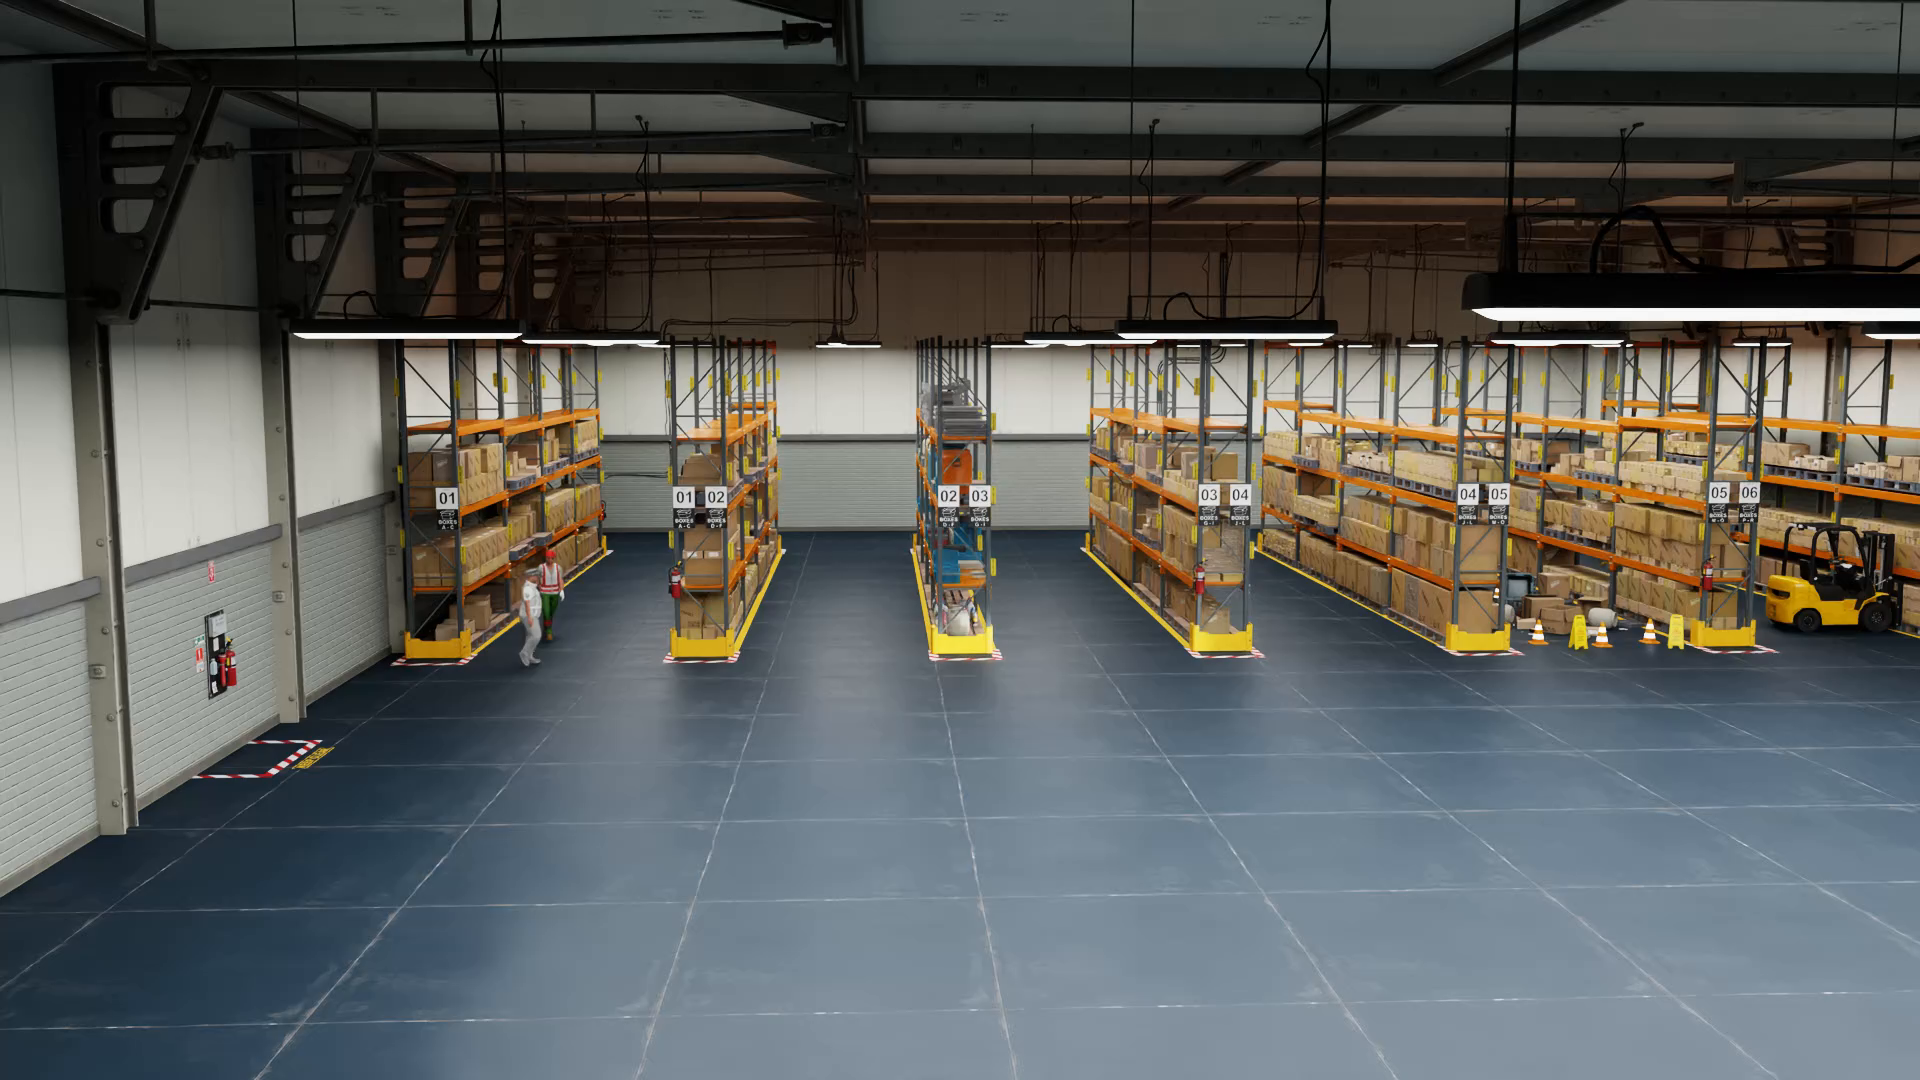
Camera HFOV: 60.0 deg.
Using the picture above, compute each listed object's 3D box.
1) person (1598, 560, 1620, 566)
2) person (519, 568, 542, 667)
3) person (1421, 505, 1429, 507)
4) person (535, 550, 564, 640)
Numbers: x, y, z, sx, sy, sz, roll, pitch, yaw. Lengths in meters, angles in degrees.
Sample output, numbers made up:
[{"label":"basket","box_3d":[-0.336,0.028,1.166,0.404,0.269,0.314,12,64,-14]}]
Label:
[{"label":"person","box_3d":[17.424,-0.173,44.334,0.539,1.784,0.569,-3,7,-26]},{"label":"person","box_3d":[-7.830,1.401,30.359,0.440,1.782,0.569,0,6,-1]},{"label":"person","box_3d":[14.406,-0.921,51.368,0.465,1.684,0.507,-3,7,-27]},{"label":"person","box_3d":[-8.166,1.067,33.160,0.557,1.740,0.944,-5,8,-36]}]
